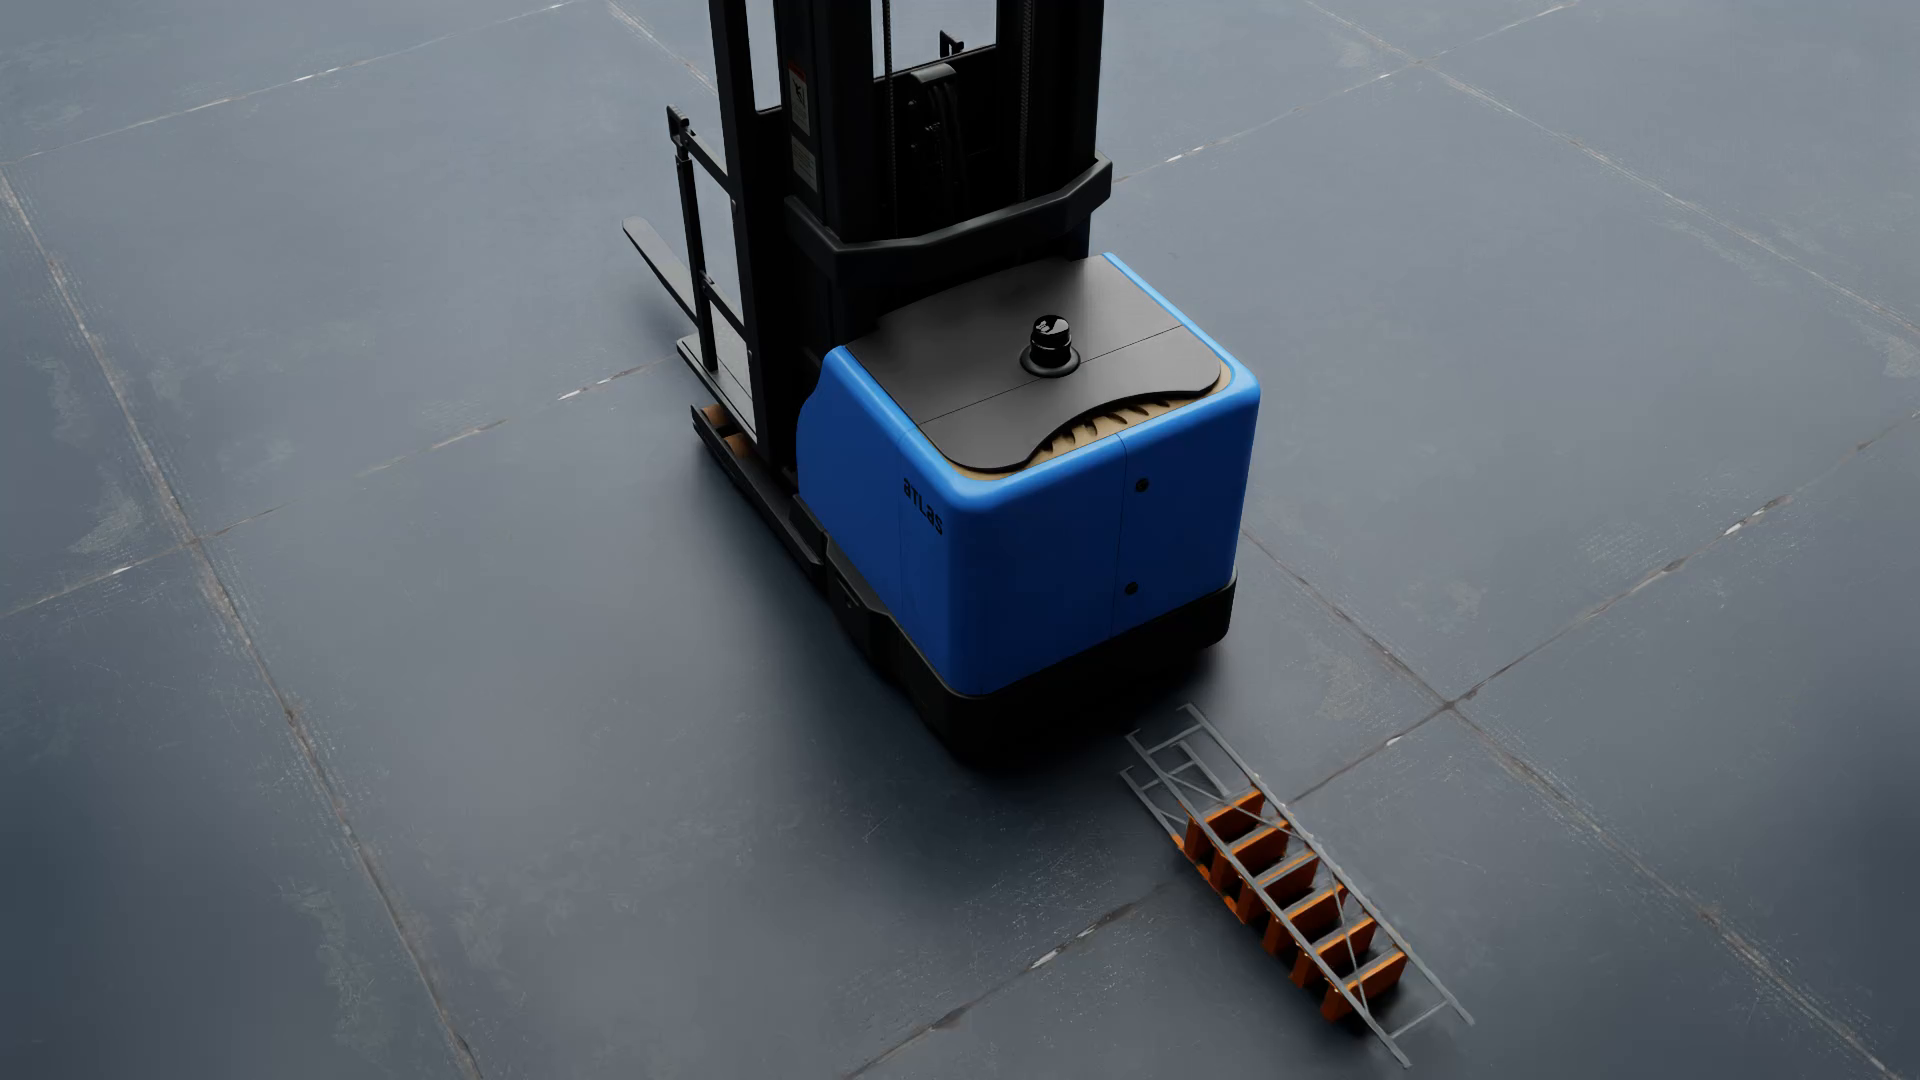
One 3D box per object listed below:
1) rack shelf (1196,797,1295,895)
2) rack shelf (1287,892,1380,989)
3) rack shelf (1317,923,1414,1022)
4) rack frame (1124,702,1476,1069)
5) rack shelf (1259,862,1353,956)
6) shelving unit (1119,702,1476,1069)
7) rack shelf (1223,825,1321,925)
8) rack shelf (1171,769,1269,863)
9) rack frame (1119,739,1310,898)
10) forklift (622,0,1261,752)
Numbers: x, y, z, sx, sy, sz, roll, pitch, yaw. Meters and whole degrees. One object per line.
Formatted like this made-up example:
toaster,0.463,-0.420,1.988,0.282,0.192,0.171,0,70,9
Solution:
rack shelf,0.809,0.862,4.707,0.258,0.180,0.103,-24,52,-22
rack shelf,1.000,1.087,4.500,0.258,0.180,0.103,-24,52,-22
rack shelf,1.063,1.162,4.431,0.258,0.180,0.103,-24,52,-22
rack frame,0.898,0.902,4.546,0.240,0.006,1.200,-24,52,-22
rack shelf,0.936,1.012,4.569,0.258,0.180,0.103,-24,52,-22
shelving unit,0.896,0.965,4.613,0.258,0.189,1.200,-24,52,-22
rack shelf,0.873,0.937,4.638,0.258,0.180,0.103,-24,52,-22
rack shelf,0.746,0.787,4.776,0.258,0.180,0.103,-24,52,-22
rack frame,0.895,1.027,4.679,0.240,0.006,1.200,-24,52,-22
forklift,-0.319,-1.429,5.125,1.130,2.935,3.031,-22,48,-22
